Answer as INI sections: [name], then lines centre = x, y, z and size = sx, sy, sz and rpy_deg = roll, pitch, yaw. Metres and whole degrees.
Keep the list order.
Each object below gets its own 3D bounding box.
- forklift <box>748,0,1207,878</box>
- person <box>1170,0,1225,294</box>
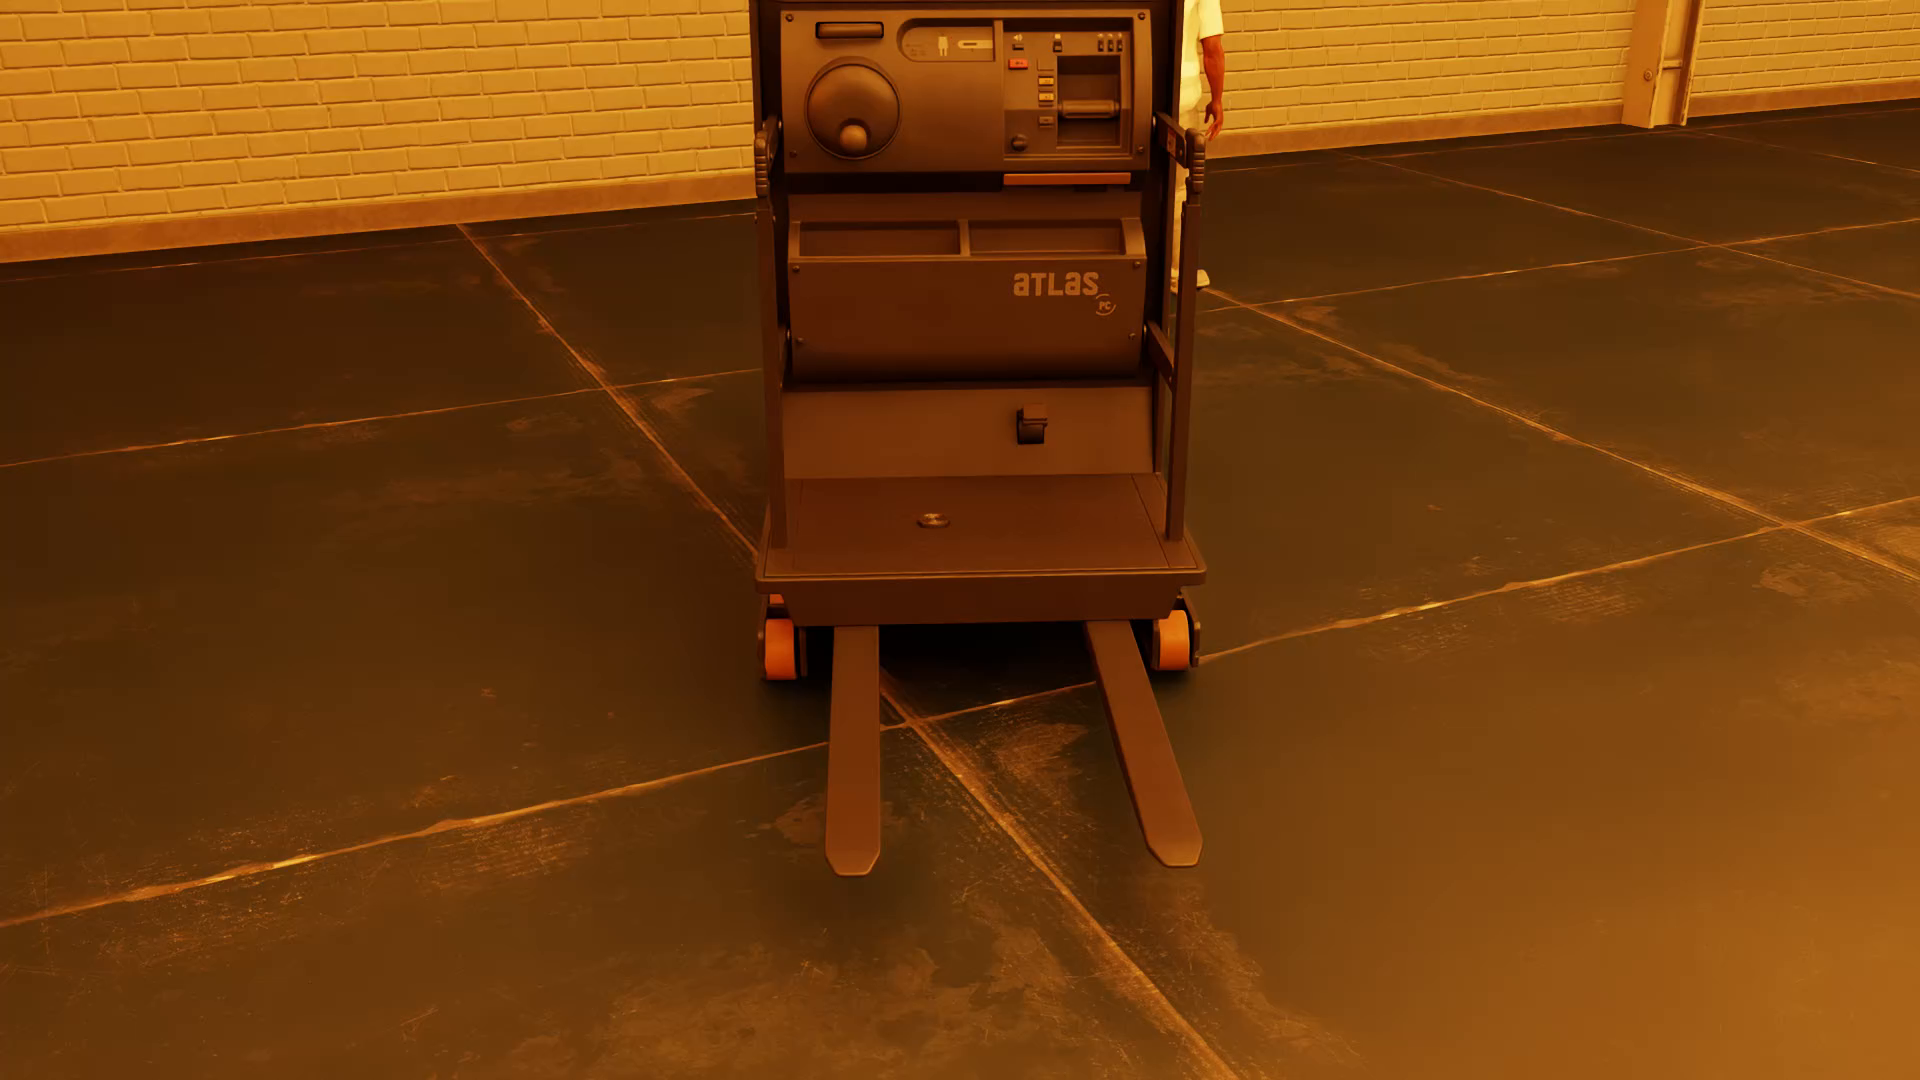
[forklift]
centre = 0.030, -1.120, 3.982
size = 1.130, 2.935, 3.031
rpy_deg = -1, 23, -3
[person]
centre = 0.915, -2.039, 7.727
size = 0.626, 1.759, 0.462
rpy_deg = 6, 23, 14
